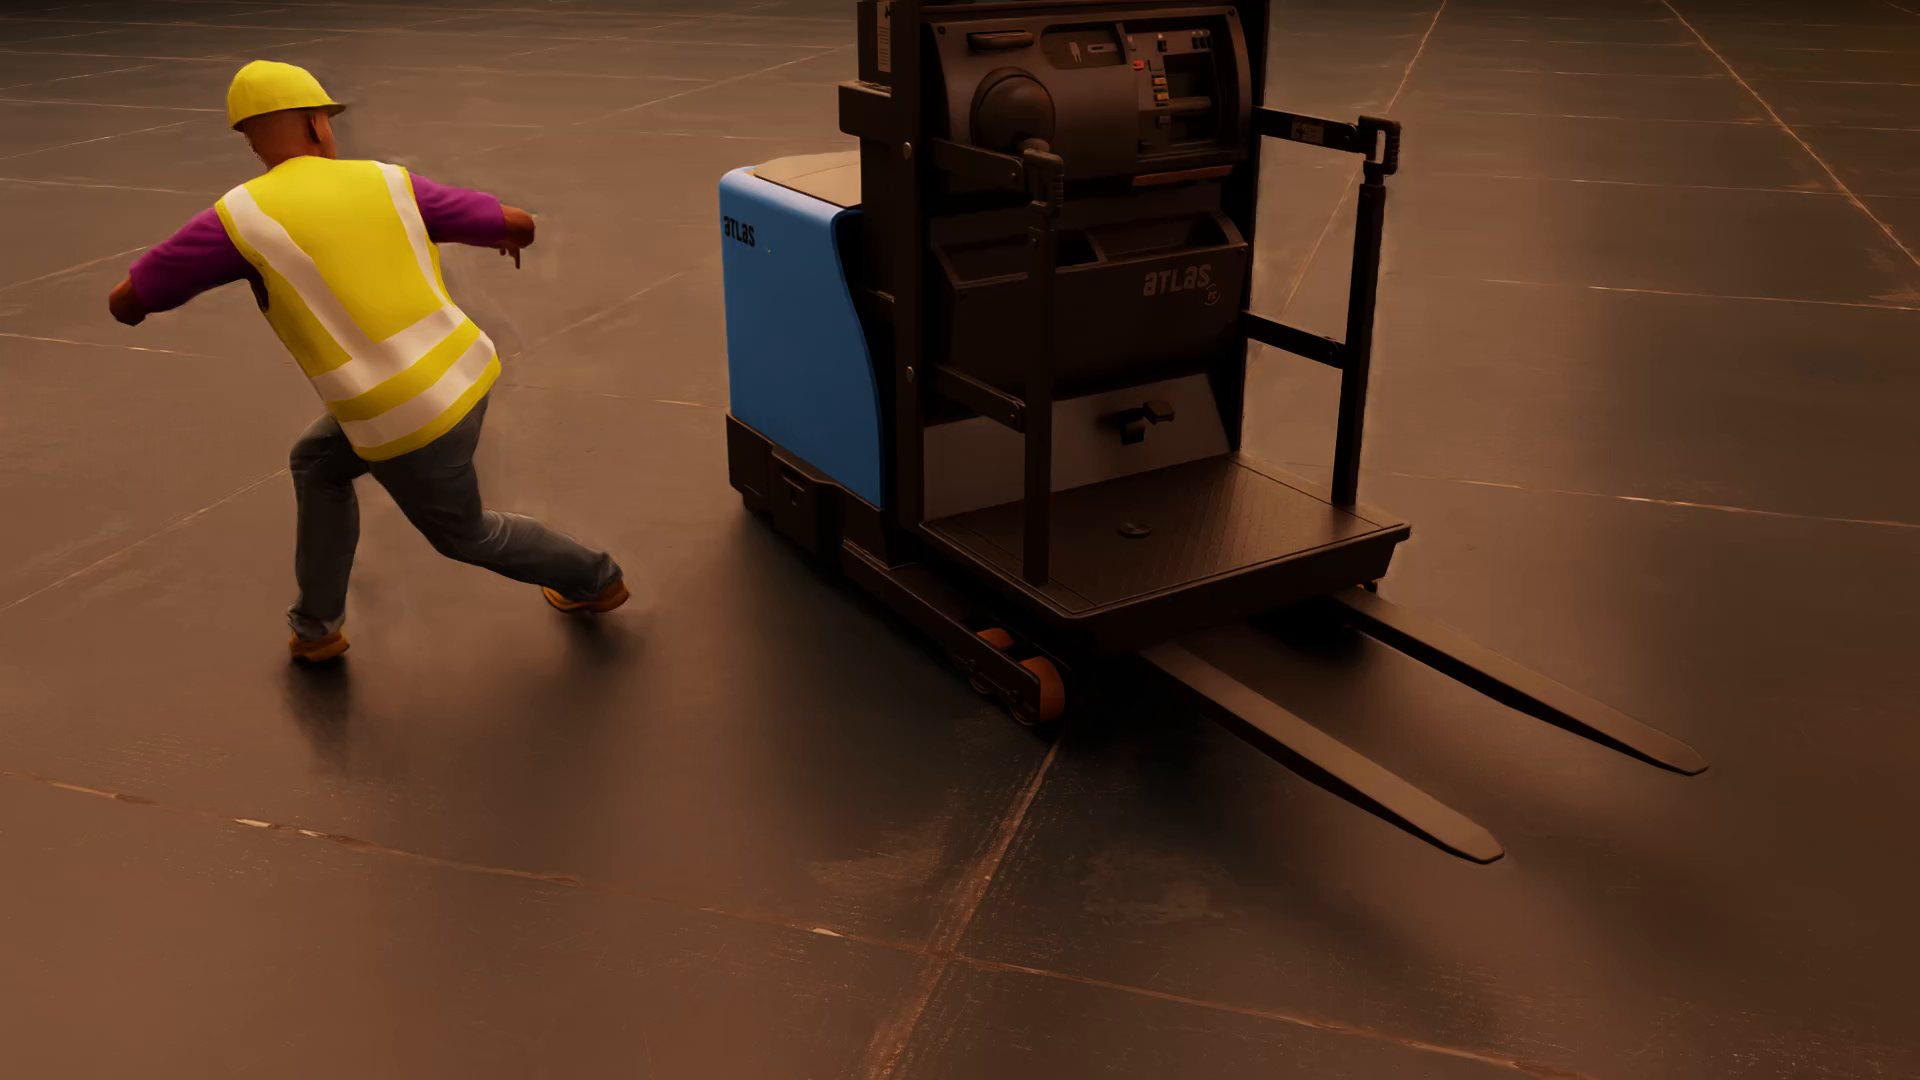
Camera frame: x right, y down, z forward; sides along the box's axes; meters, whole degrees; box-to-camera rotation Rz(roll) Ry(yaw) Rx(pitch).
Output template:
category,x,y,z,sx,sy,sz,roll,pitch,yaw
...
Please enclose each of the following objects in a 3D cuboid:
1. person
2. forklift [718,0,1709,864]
category,x,y,z,sx,sy,sz,roll,pitch,yaw
person,-1.492,-0.427,4.176,1.039,1.531,1.012,8,24,20
forklift,0.458,-1.108,3.963,1.130,2.935,3.031,-13,26,-29
